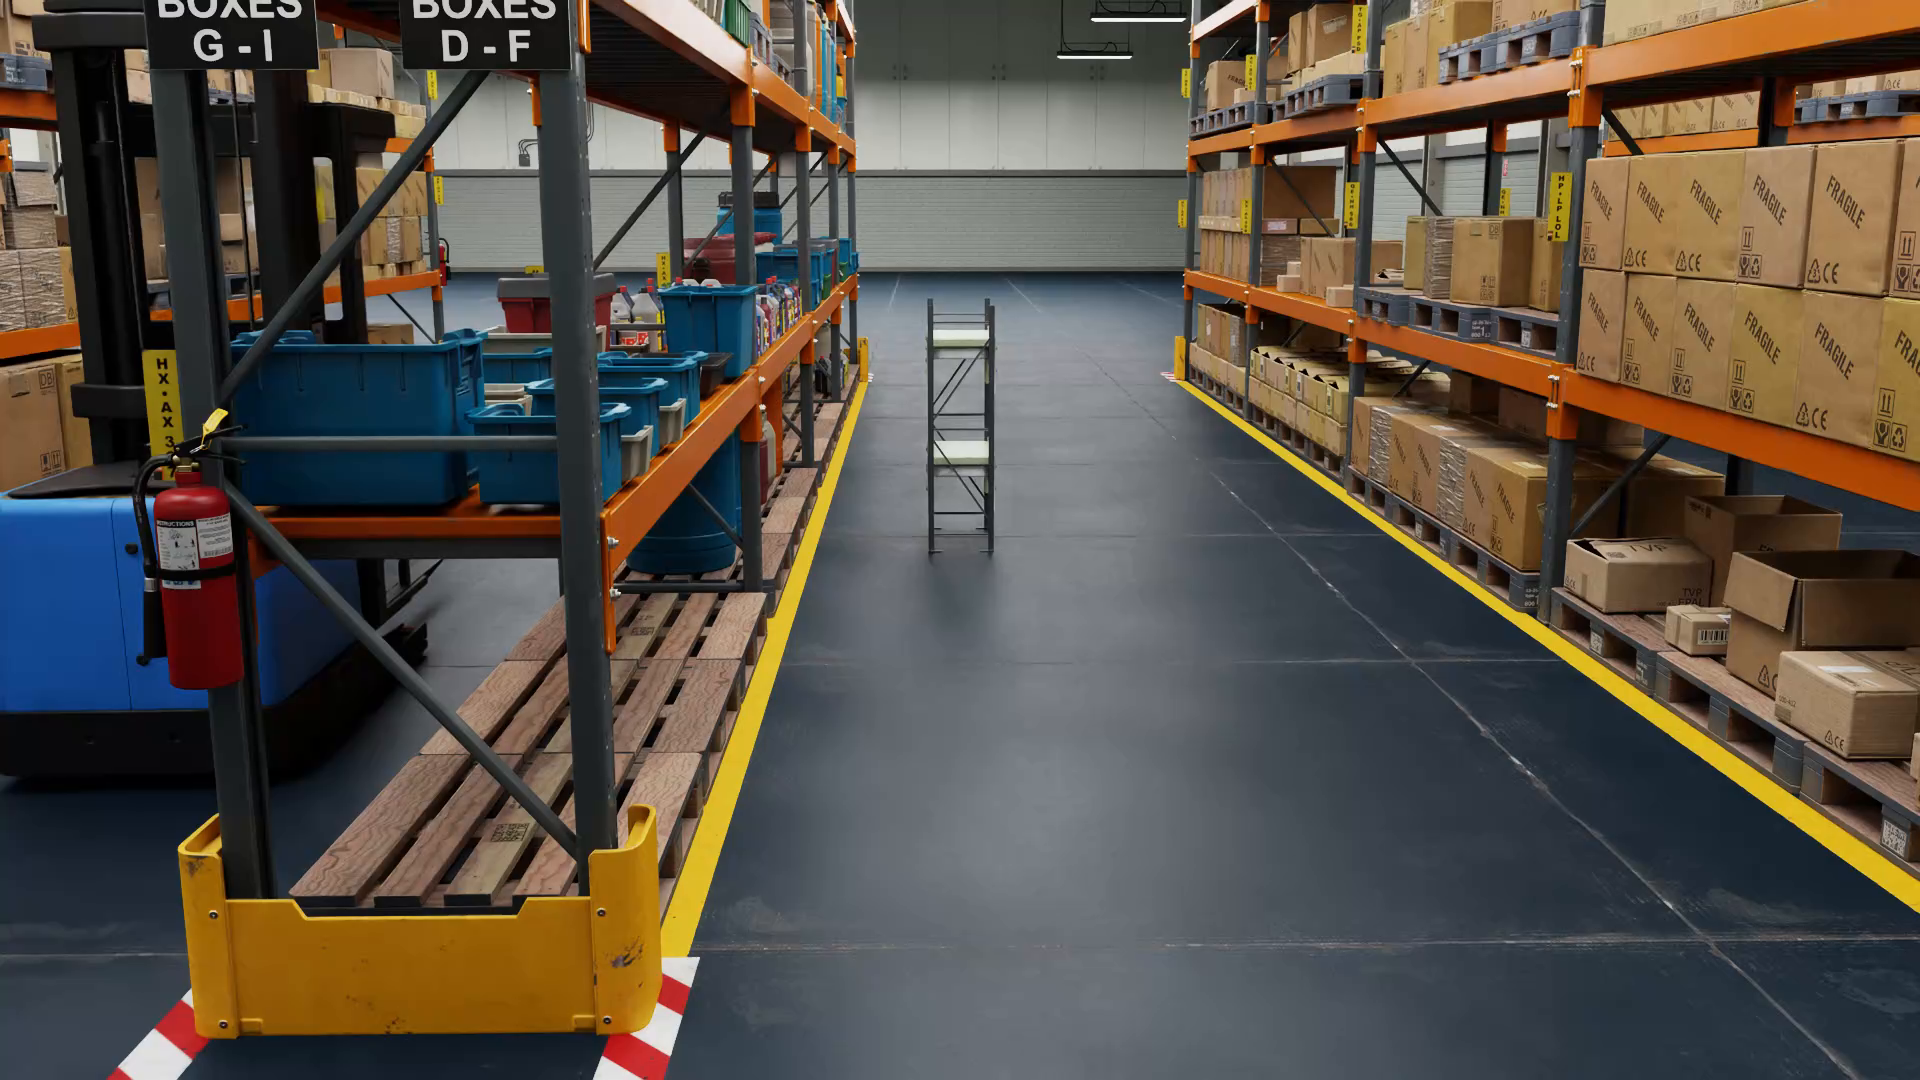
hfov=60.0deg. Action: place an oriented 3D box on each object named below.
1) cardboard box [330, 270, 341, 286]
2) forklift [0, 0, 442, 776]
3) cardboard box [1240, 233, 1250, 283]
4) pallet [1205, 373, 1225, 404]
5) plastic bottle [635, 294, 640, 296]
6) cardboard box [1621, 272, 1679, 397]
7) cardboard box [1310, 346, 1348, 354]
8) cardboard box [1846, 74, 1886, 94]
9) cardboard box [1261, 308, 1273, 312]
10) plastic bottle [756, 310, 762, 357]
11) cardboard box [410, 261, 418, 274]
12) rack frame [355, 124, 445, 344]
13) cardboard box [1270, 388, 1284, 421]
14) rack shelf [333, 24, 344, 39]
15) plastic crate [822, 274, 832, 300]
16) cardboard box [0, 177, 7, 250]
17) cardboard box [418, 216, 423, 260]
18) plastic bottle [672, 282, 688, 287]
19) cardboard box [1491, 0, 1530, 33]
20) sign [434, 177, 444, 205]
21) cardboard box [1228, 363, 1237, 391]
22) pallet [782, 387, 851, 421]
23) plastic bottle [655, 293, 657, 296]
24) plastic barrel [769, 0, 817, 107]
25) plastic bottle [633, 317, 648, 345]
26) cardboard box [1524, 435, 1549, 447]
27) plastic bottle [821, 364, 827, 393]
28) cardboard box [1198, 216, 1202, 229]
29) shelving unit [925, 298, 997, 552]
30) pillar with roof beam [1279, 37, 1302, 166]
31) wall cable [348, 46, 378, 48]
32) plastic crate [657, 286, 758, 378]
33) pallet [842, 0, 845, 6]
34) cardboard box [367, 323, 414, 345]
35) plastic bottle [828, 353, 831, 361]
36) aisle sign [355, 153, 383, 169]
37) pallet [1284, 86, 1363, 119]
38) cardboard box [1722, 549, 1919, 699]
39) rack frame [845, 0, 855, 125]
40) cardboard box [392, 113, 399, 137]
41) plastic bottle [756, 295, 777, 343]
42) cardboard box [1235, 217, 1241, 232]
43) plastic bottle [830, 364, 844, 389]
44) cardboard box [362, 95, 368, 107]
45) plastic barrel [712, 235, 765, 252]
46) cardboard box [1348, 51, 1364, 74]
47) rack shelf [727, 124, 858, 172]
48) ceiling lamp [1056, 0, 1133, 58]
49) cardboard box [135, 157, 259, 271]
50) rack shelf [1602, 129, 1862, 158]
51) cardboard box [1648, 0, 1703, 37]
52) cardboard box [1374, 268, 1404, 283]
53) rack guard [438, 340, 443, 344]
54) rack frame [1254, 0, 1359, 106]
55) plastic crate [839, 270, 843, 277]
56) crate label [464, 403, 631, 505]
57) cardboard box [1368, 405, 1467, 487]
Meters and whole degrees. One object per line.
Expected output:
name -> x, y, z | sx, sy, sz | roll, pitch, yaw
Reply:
cardboard box -> -6.308, -2.569, 16.308 | 0.380, 0.149, 0.250 | 0, 11, -1
forklift -> -3.055, -0.818, 7.219 | 1.130, 2.935, 3.031 | -1, 11, -3
cardboard box -> 3.260, -2.880, 16.960 | 0.700, 0.500, 0.500 | 0, 11, -2
pallet -> 3.290, -1.673, 18.274 | 1.003, 0.211, 1.213 | 0, 11, -1
plastic bottle -> -1.852, -1.290, 9.686 | 0.152, 0.276, 0.135 | 0, 11, -1
cardboard box -> 3.210, -0.893, 7.163 | 0.500, 0.500, 0.500 | 0, 11, 0
cardboard box -> 3.587, -1.692, 15.803 | 0.500, 0.311, 0.500 | 0, 11, -1
cardboard box -> 8.189, -4.060, 14.651 | 0.500, 0.311, 0.500 | 0, 11, 1
cardboard box -> 3.563, -2.256, 18.106 | 0.500, 0.500, 0.500 | 0, 11, -1
plastic bottle -> -1.101, -1.109, 8.803 | 0.097, 0.271, 0.097 | 0, 11, 0
cardboard box -> -6.421, -3.115, 19.002 | 0.380, 0.149, 0.250 | 0, 11, -1
rack frame -> -6.695, -3.393, 19.741 | 1.000, 3.000, 0.127 | 0, 11, -1
cardboard box -> 3.076, -1.211, 14.841 | 0.500, 0.250, 0.500 | -1, 11, -3
rack shelf -> -6.653, -5.582, 17.257 | 1.077, 0.370, 4.000 | 0, 11, -1
plastic crate -> -1.342, -2.170, 14.242 | 0.450, 0.188, 0.662 | 0, 11, -1
cardboard box -> -6.520, -2.069, 10.437 | 0.797, 0.503, 0.637 | 0, 11, 0
cardboard box -> -6.711, -3.479, 19.162 | 0.875, 0.500, 0.500 | 0, 11, -1
plastic bottle -> -1.882, -1.583, 11.131 | 0.152, 0.276, 0.135 | 0, 11, -1
cardboard box -> 3.491, -3.187, 9.622 | 0.600, 0.600, 0.600 | -1, 11, -3
sign -> -6.139, -4.114, 19.586 | 0.100, 0.325, 0.005 | 0, 11, -1
cardboard box -> 3.064, -1.687, 17.190 | 0.500, 0.250, 0.500 | 0, 11, -1
pallet -> -1.632, -1.386, 16.858 | 1.003, 0.211, 1.213 | 0, 11, -1
plastic bottle -> -1.823, -1.338, 9.932 | 0.097, 0.271, 0.097 | 0, 11, 0
plastic barrel -> -1.377, -3.703, 12.463 | 0.600, 0.901, 0.600 | 0, 11, 0
plastic bottle -> -1.709, -1.085, 8.861 | 0.097, 0.201, 0.097 | 0, 11, 0
cardboard box -> 3.666, -0.341, 9.876 | 0.500, 0.500, 0.500 | 0, 11, 0
plastic bottle -> -1.369, -1.632, 16.783 | 0.061, 0.283, 0.133 | 0, 11, -1
cardboard box -> 3.003, -3.721, 19.474 | 0.380, 0.149, 0.250 | 0, 11, -2
shelving unit -> 0.000, -0.736, 10.417 | 0.431, 1.500, 0.755 | 0, 11, -1
pillar with roof beam -> 4.242, -11.012, 42.206 | 9.100, 9.000, 0.548 | 0, 11, -1
wall cable -> -19.106, -13.648, 50.308 | 3.097, 2.526, 0.112 | 0, 11, -1
plastic crate -> -1.144, -0.958, 7.628 | 0.392, 0.384, 0.575 | 0, 11, -1
pallet -> -1.733, -5.677, 17.389 | 1.003, 0.211, 1.213 | 0, 11, -1
cardboard box -> -6.698, -2.250, 19.335 | 0.500, 0.500, 0.500 | 2, 12, 9
plastic bottle -> -1.395, -1.884, 18.027 | 0.061, 0.283, 0.133 | 0, 11, -1
aisle sign -> -6.996, -4.678, 19.537 | 0.394, 0.787, 0.004 | 0, 11, -1
pallet -> 3.246, -3.577, 13.579 | 1.003, 0.211, 1.213 | 0, 11, 1
cardboard box -> 3.502, 0.333, 6.544 | 0.797, 0.503, 0.637 | 0, 11, -1
rack frame -> -1.743, -6.354, 19.245 | 1.000, 3.000, 0.127 | 0, 11, -1
cardboard box -> -6.415, -4.494, 17.999 | 0.500, 0.250, 0.500 | 0, 11, 0
plastic bottle -> -1.147, -1.291, 9.691 | 0.152, 0.276, 0.135 | 0, 11, -1
cardboard box -> 3.053, -3.260, 17.203 | 0.380, 0.149, 0.250 | 0, 11, -1
plastic bottle -> -1.262, -1.698, 16.941 | 0.144, 0.351, 0.185 | 0, 11, 0
cardboard box -> -6.415, -4.566, 17.352 | 0.380, 0.149, 0.250 | 0, 11, 0
plastic barrel -> -1.835, -2.262, 13.824 | 0.433, 0.535, 0.433 | 0, 11, 0
cardboard box -> 3.281, -3.639, 12.731 | 0.500, 0.250, 0.500 | 0, 11, 0
rack shelf -> -1.701, -4.134, 17.655 | 1.077, 0.370, 4.000 | 0, 11, -1
ceiling lamp -> 3.542, -14.295, 43.705 | 2.000, 3.185, 0.800 | 0, 11, -1
cardboard box -> -6.735, -2.939, 14.939 | 1.000, 1.000, 1.000 | 0, 11, -1
rack shelf -> 8.204, -4.174, 17.855 | 1.077, 0.370, 4.000 | 0, 11, -1
cardboard box -> 3.227, -2.247, 6.925 | 0.500, 0.250, 0.500 | 0, 11, -1
cardboard box -> 3.550, -1.978, 12.988 | 0.500, 0.311, 0.500 | 0, 11, -2
rack guard -> -6.693, -2.153, 19.915 | 1.175, 0.500, 0.348 | 0, 11, -1
rack frame -> 3.292, -5.578, 15.422 | 1.000, 3.000, 0.127 | 0, 11, -1
plastic crate -> -1.544, -2.693, 16.443 | 0.767, 0.338, 0.504 | 0, 11, -1
crate label -> -1.088, -0.231, 4.423 | 0.416, 0.233, 0.303 | 0, 11, -1
cardboard box -> 3.115, -0.638, 11.339 | 0.500, 0.500, 0.500 | -1, 11, -3
